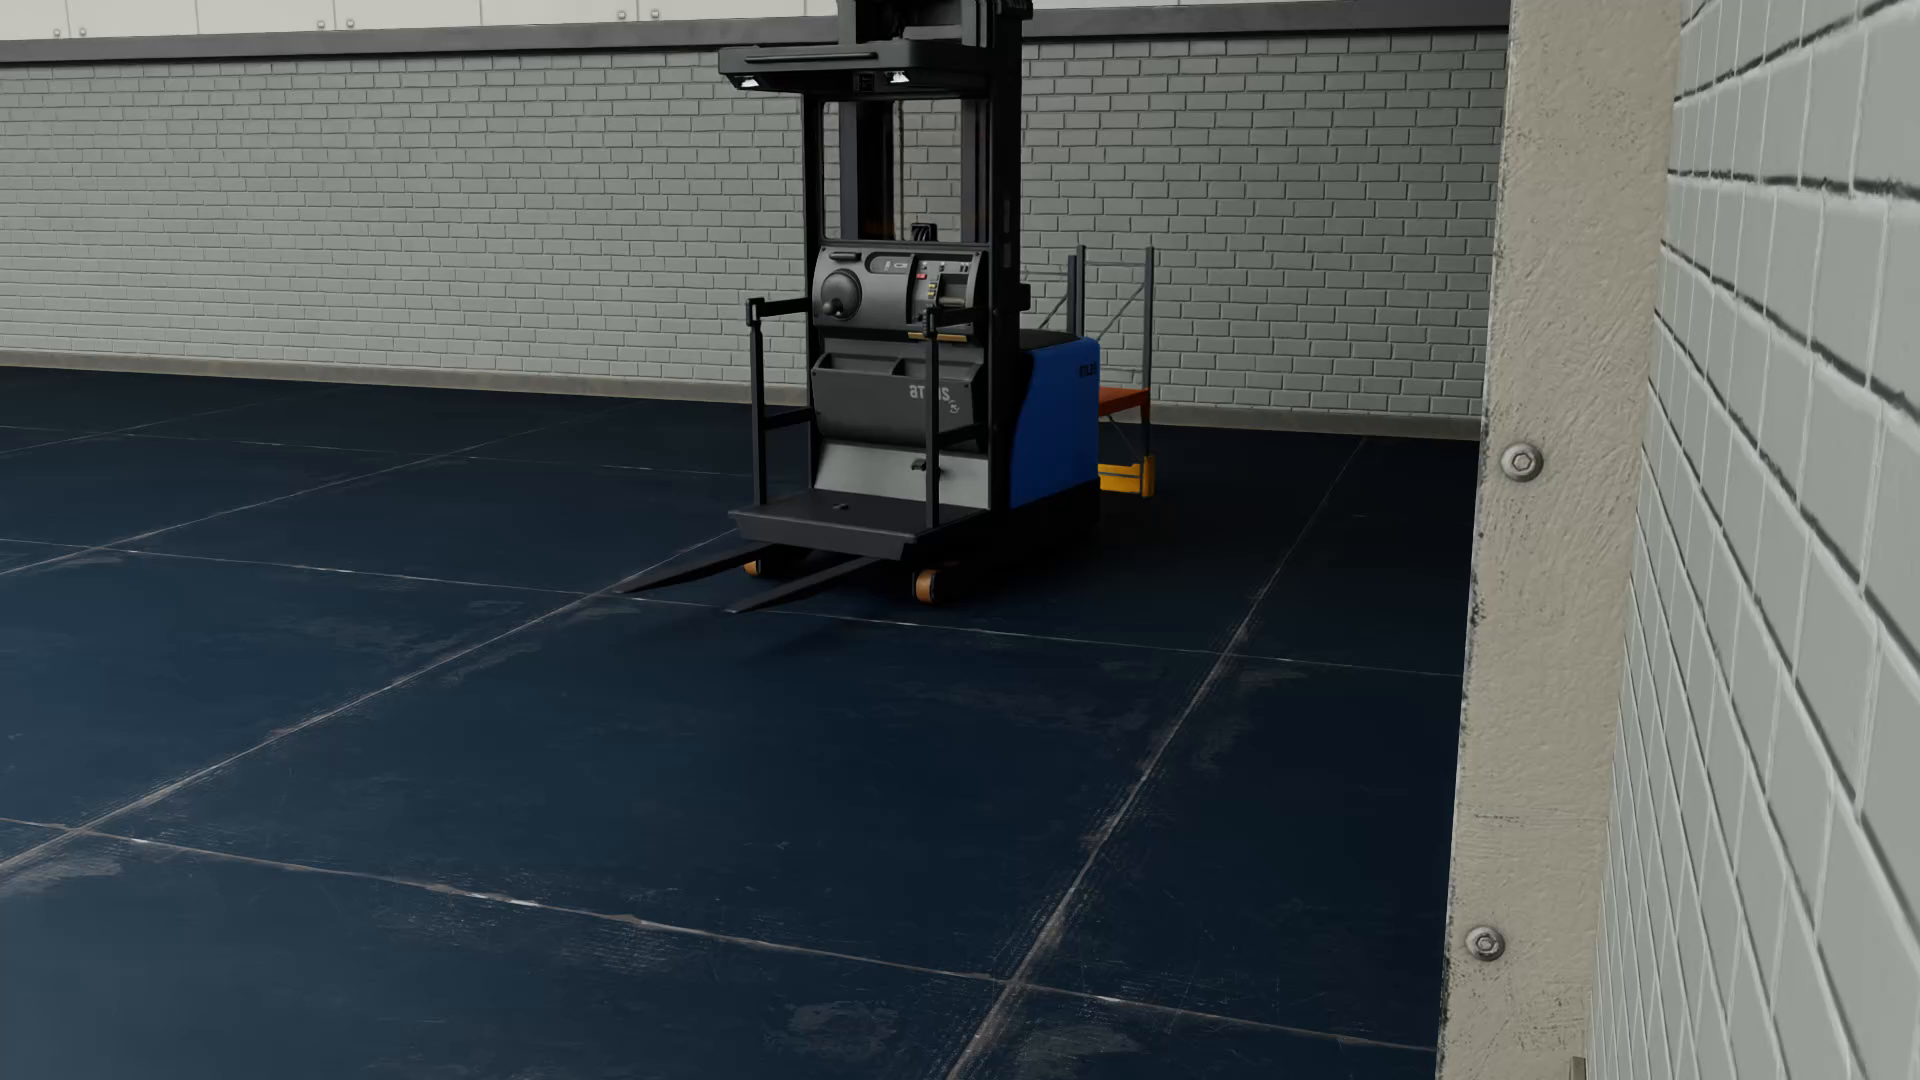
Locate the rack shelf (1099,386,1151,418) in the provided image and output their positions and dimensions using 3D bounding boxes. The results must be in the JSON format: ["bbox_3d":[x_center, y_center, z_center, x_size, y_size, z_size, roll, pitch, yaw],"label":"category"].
[{"bbox_3d":[0.674,-0.765,9.783,0.538,0.185,1.000,8,15,30],"label":"rack shelf"}]

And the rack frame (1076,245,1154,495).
[{"bbox_3d":[0.933,-1.038,10.169,0.500,1.500,0.032,8,15,30],"label":"rack frame"}]

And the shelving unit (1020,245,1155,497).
[{"bbox_3d":[0.669,-0.939,9.736,0.587,1.500,1.083,8,15,30],"label":"shelving unit"}]

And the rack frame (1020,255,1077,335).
[{"bbox_3d":[0.414,-0.843,9.317,0.500,1.500,0.032,8,15,30],"label":"rack frame"}]

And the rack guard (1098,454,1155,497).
[{"bbox_3d":[0.923,-0.425,10.292,0.587,0.250,0.087,8,15,30],"label":"rack guard"}]

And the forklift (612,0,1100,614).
[{"bbox_3d":[-0.417,-1.248,7.872,1.130,2.935,3.031,8,15,30],"label":"forklift"}]

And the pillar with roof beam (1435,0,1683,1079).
[{"bbox_3d":[-2.825,-3.506,4.132,9.100,9.000,0.400,4,14,18],"label":"pillar with roof beam"}]
